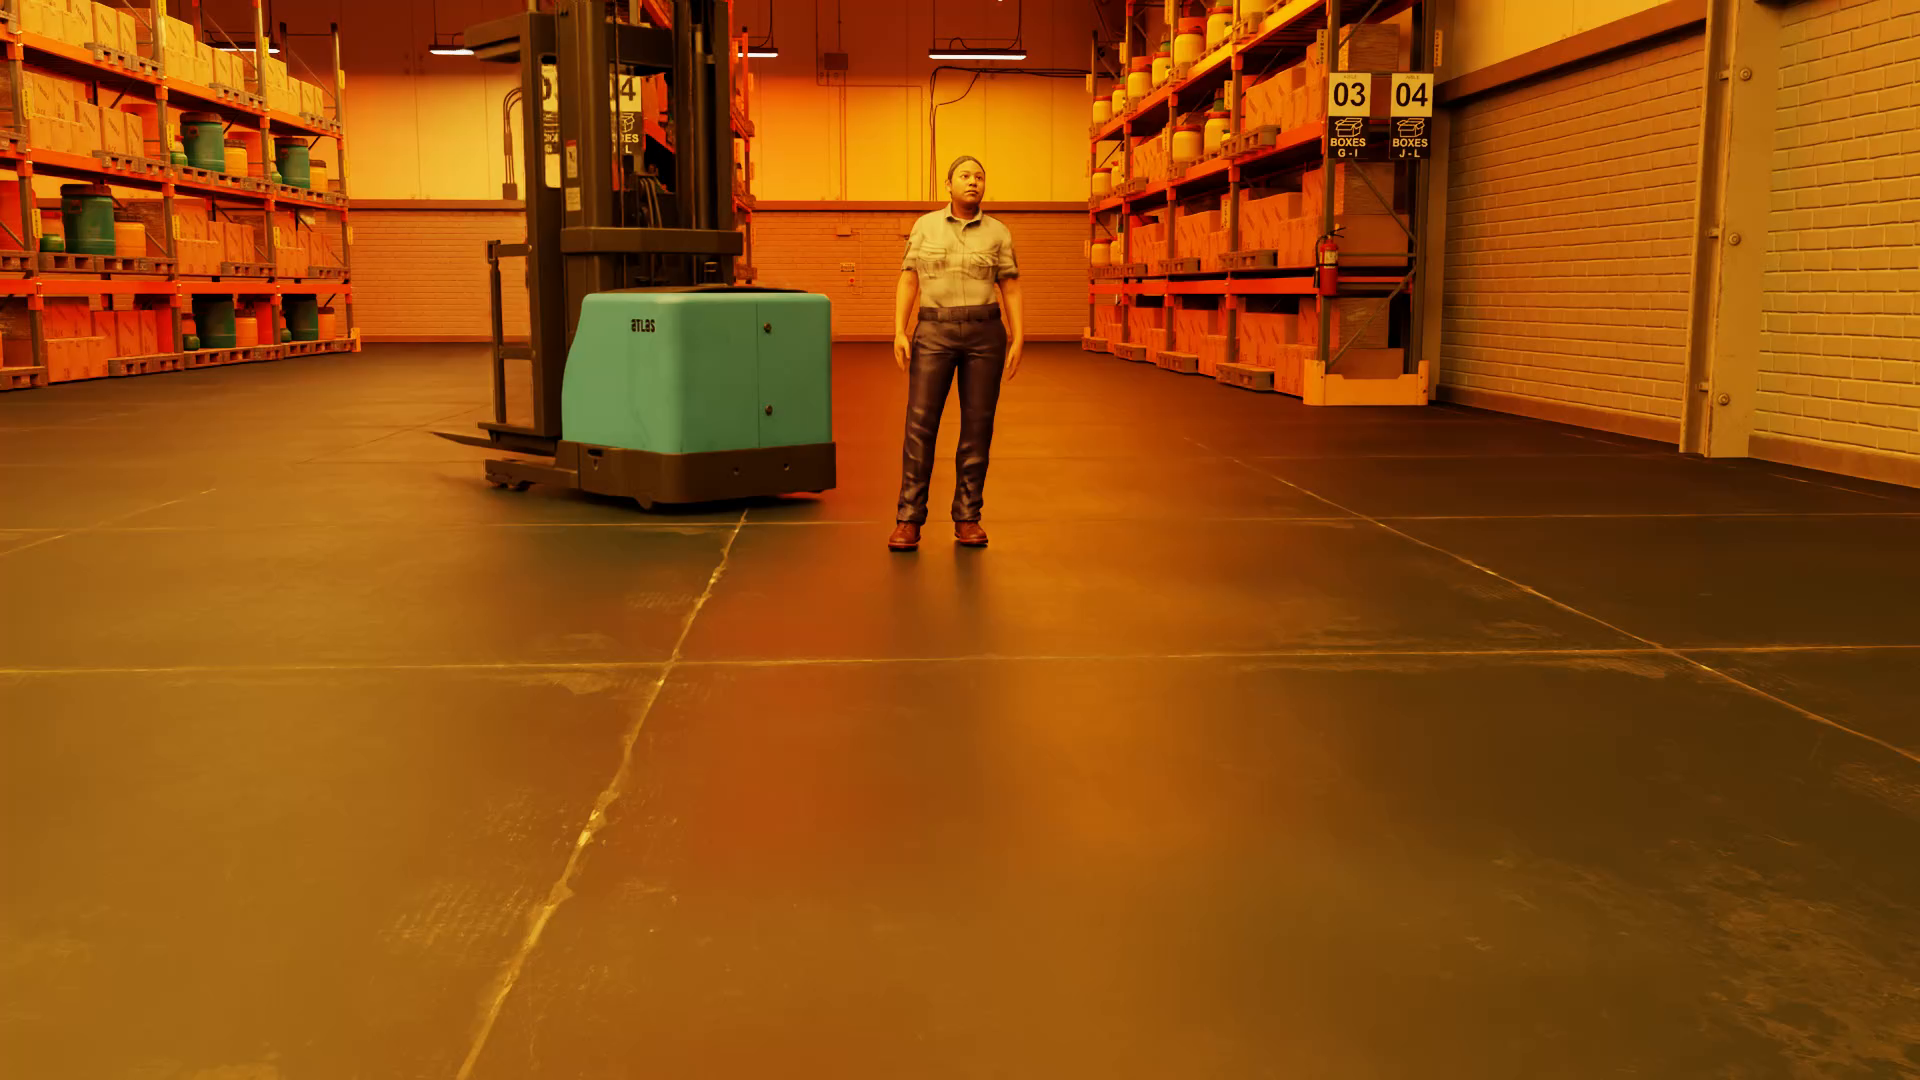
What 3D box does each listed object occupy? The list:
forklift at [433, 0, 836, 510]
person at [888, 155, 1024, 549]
[{"bbox_3d":[-2.002,-1.763,9.204,1.130,2.935,3.031,-8,11,-41],"label":"forklift"},{"bbox_3d":[-0.017,-0.809,7.098,0.599,1.650,0.503,-1,8,-4],"label":"person"}]
